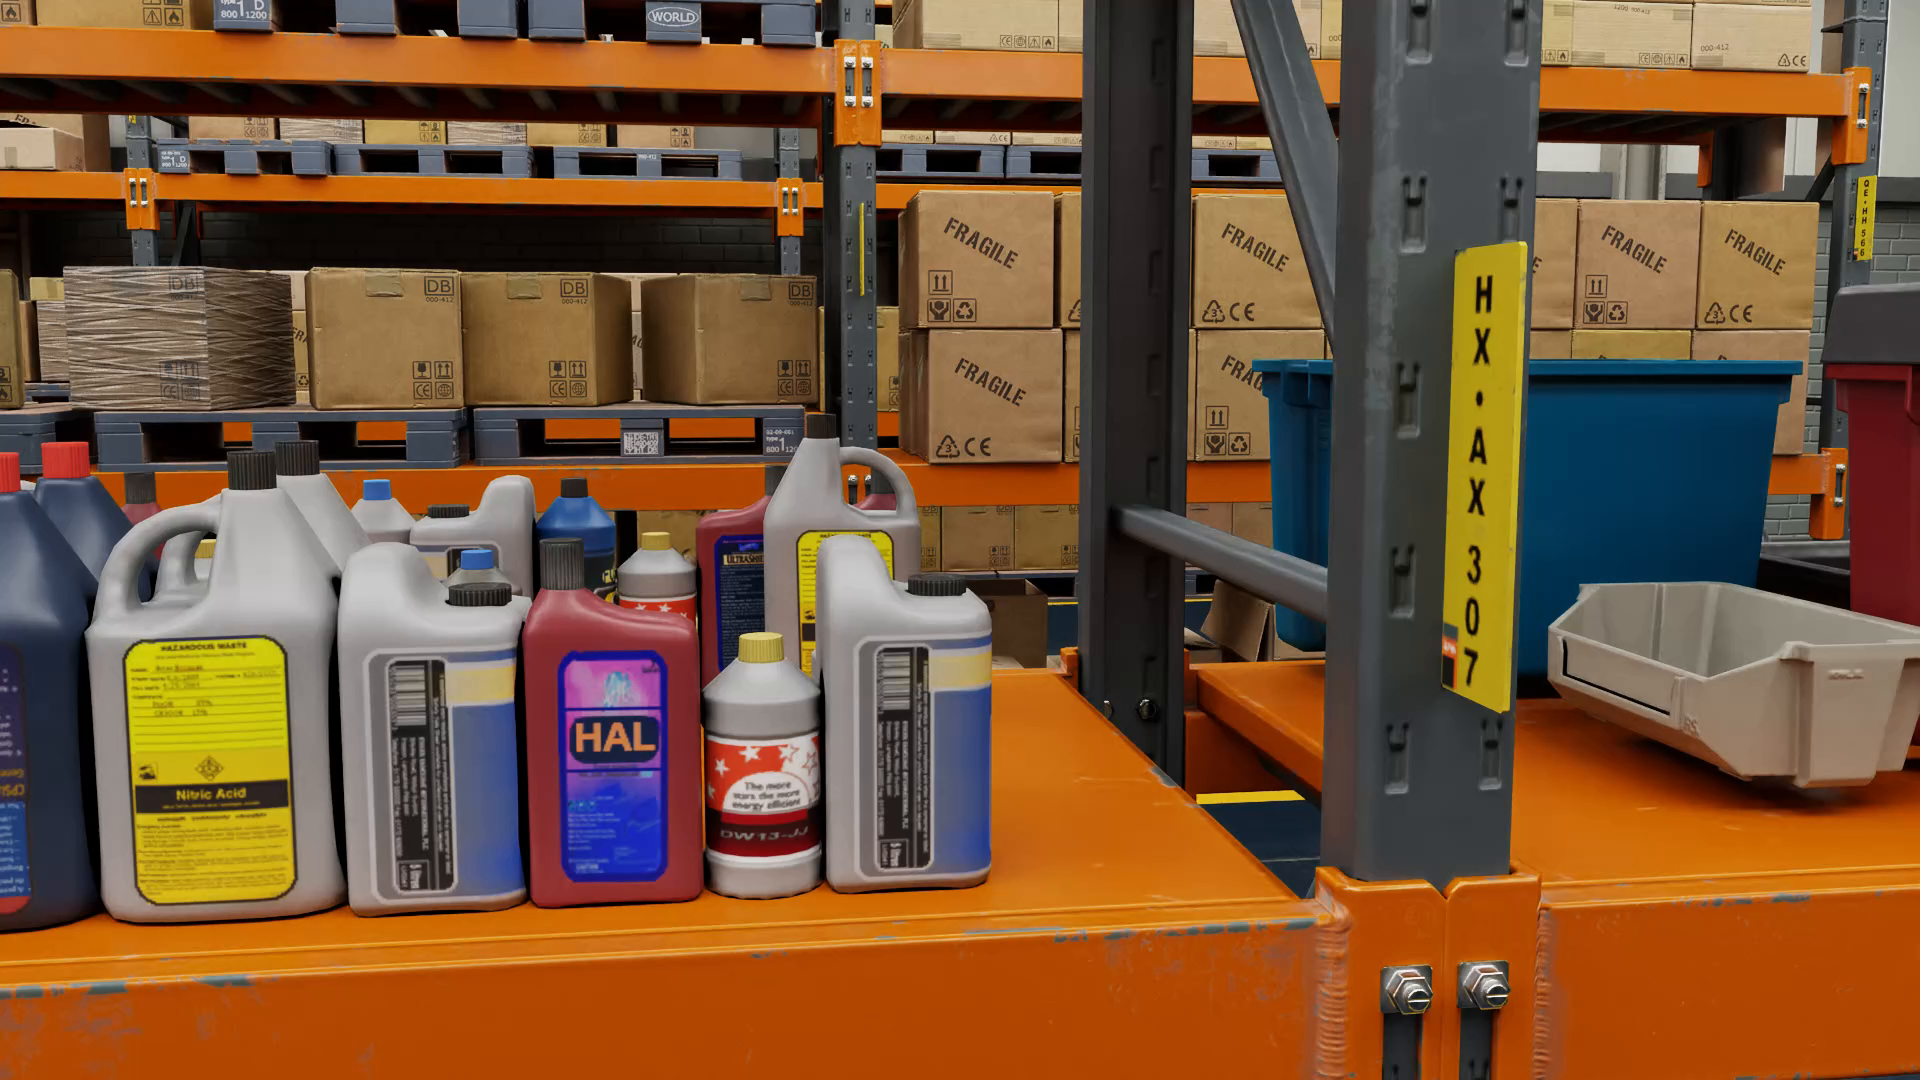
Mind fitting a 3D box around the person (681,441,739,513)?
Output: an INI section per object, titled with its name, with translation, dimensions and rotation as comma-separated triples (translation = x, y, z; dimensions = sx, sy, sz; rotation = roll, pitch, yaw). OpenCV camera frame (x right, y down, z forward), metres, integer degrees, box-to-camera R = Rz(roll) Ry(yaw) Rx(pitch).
[person]
translation = -1.004, 0.158, 8.132
dimensions = 0.884, 1.290, 0.470
rotation = -1, 7, -12
